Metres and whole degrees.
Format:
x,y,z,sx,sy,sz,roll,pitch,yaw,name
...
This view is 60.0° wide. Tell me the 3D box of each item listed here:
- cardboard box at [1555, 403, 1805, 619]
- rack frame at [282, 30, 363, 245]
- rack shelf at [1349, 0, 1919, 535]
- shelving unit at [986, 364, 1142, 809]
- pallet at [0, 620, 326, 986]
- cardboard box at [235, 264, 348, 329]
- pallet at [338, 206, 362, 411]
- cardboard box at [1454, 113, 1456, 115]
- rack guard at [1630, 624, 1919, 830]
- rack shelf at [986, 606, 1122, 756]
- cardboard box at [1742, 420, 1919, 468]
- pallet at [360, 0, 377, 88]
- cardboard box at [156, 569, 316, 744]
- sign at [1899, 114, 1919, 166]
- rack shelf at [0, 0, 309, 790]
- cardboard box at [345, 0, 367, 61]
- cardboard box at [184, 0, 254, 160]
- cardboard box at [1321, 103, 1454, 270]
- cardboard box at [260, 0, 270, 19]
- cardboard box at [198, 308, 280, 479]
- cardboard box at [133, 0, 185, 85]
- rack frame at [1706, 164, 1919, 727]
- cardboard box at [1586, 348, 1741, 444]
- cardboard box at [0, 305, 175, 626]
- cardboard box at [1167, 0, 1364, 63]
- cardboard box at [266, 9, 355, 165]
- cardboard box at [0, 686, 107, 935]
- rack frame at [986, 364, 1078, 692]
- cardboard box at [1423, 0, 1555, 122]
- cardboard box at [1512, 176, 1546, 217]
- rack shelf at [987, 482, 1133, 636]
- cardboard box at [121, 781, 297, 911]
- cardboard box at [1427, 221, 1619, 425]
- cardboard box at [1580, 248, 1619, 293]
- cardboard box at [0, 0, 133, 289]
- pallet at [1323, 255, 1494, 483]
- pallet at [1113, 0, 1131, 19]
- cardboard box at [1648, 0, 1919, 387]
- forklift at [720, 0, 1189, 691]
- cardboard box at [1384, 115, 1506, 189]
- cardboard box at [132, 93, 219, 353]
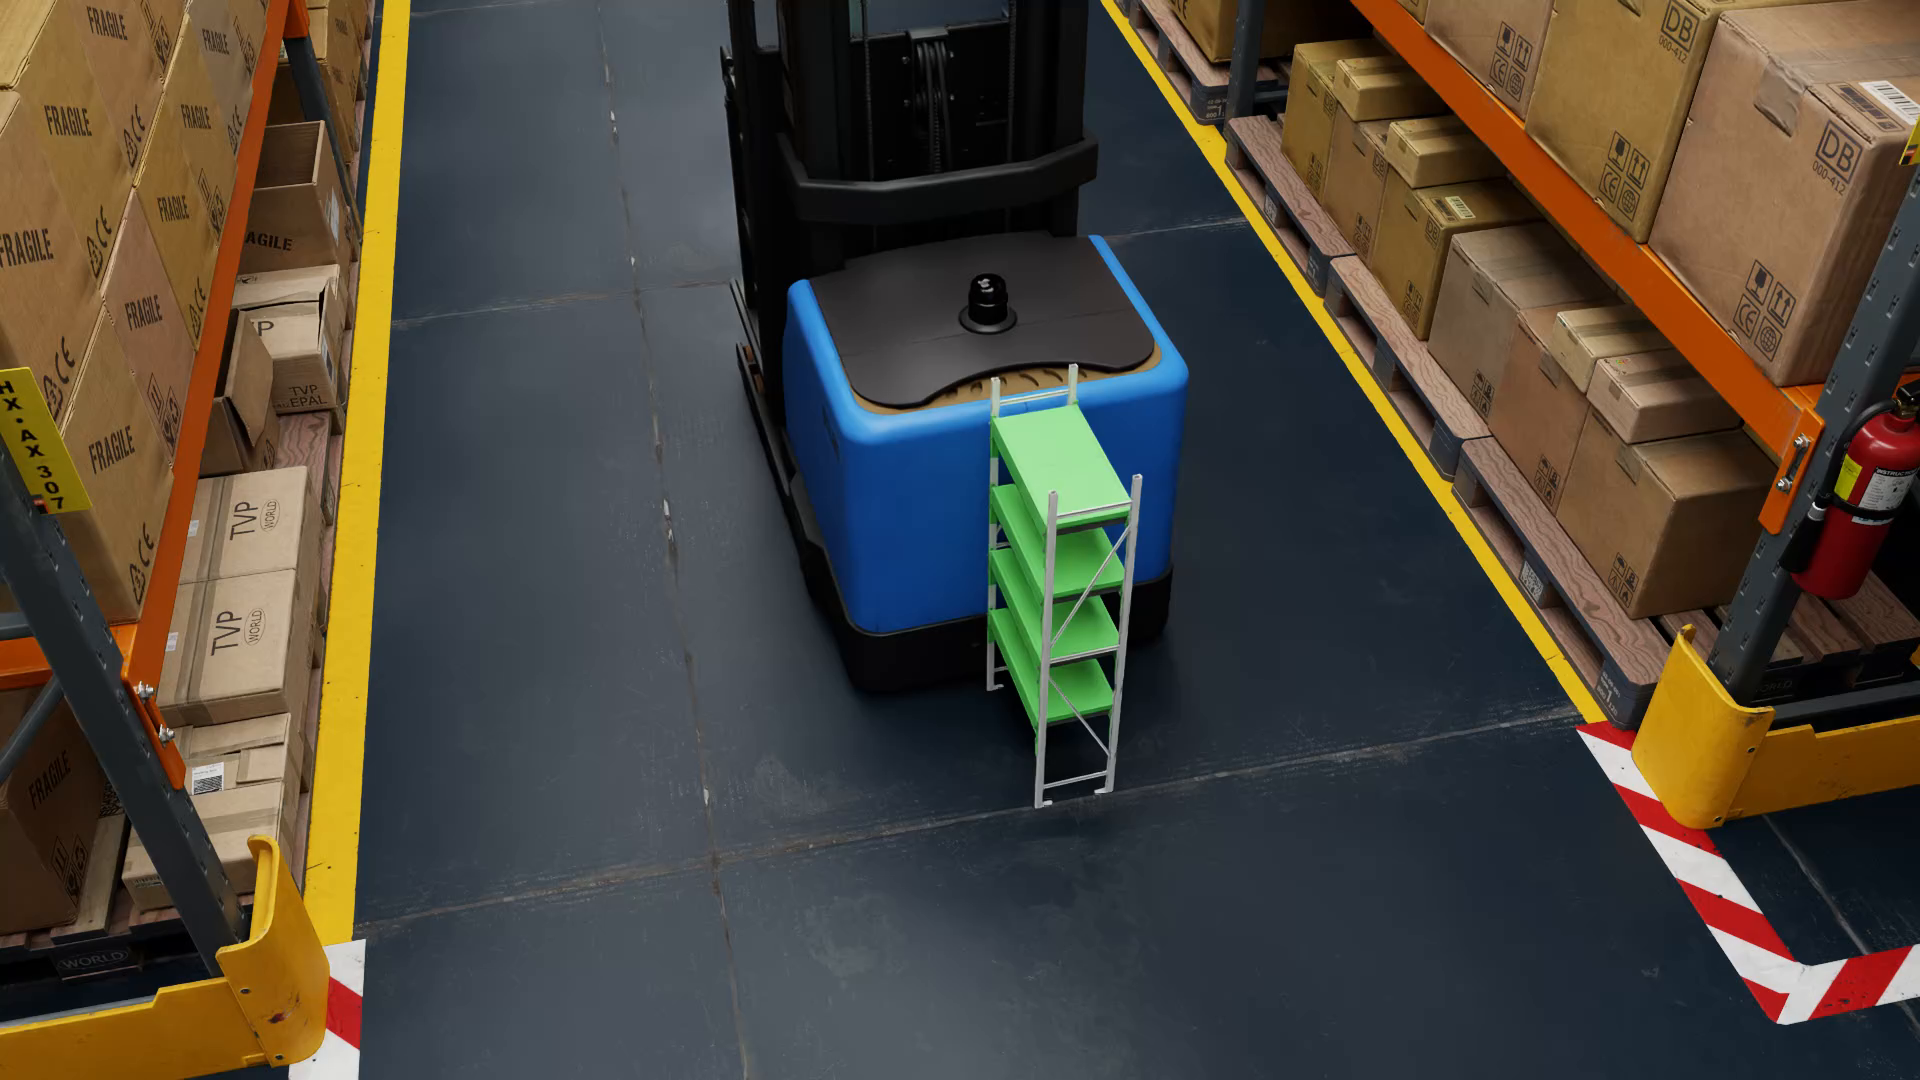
x,y,z,sx,sy,sz,roll,pitch,yaw,name
2.365,-0.148,5.224,0.700,0.500,0.500,-8,42,-9,cardboard box
-3.086,-2.367,6.157,1.000,3.000,0.127,-8,42,-9,rack frame
2.182,-1.514,5.738,1.077,0.370,4.000,-8,42,-9,rack shelf
0.267,0.156,4.671,0.258,1.200,0.503,-11,43,-12,shelving unit
-2.412,0.703,4.799,1.003,0.211,1.213,-8,42,-9,pallet
-2.547,-0.902,6.323,0.380,0.149,0.250,-8,42,-9,cardboard box
-2.939,-0.879,6.581,1.003,0.211,1.213,-8,42,-9,pallet
2.147,-1.655,6.433,0.380,0.149,0.250,-10,42,-11,cardboard box
2.619,0.464,4.851,1.175,0.500,0.348,-8,42,-9,rack guard
0.267,0.383,4.872,0.258,0.148,0.480,-11,43,-12,rack shelf
2.587,-0.338,4.950,0.380,0.149,0.250,-8,42,-9,cardboard box
-3.565,-2.638,8.563,1.003,0.211,1.213,-8,42,-9,pallet
-2.171,0.372,4.811,0.500,0.250,0.500,-8,42,-9,cardboard box
2.081,-0.939,3.498,0.100,0.325,0.005,-8,42,-9,sign
-2.654,-0.802,4.935,1.077,0.370,4.000,-8,42,-9,rack shelf
-3.179,-2.614,7.987,0.500,0.500,0.500,-8,42,-9,cardboard box
-2.502,-1.451,5.049,0.500,0.500,0.500,-7,42,-8,cardboard box
1.917,-1.476,6.720,0.700,0.500,0.500,-9,42,-10,cardboard box
-2.728,-2.117,5.800,0.500,0.500,0.500,-8,42,-9,cardboard box
-2.675,-0.381,5.469,0.797,0.503,0.637,-8,42,-9,cardboard box
-2.395,-1.503,4.355,0.500,0.500,0.500,-9,42,-10,cardboard box
2.613,-0.486,4.038,1.000,3.000,0.127,-8,42,-9,rack frame
2.159,-0.448,5.073,0.380,0.149,0.250,-9,42,-10,cardboard box
-2.061,-0.137,3.569,0.500,0.500,0.500,-8,42,-8,cardboard box
1.483,-2.835,7.987,0.750,0.750,0.750,-8,42,-9,cardboard box
-2.952,-1.945,7.233,0.500,0.500,0.500,-10,43,-11,cardboard box
-2.581,0.679,4.277,0.500,0.500,0.500,-8,42,-9,cardboard box
0.200,0.000,4.846,0.240,1.200,0.015,-11,43,-12,rack frame
2.170,-1.893,5.397,0.980,0.700,0.700,-10,43,-11,cardboard box
2.257,-1.324,6.060,0.380,0.149,0.250,-9,42,-10,cardboard box
0.267,0.024,4.554,0.258,0.148,0.480,-11,43,-12,rack shelf
-1.977,0.807,4.398,0.380,0.149,0.250,-8,42,-9,cardboard box
2.147,-0.798,5.956,0.700,0.500,0.500,-10,42,-11,cardboard box
2.368,-0.994,5.688,0.380,0.149,0.250,-8,42,-9,cardboard box
-2.181,-0.849,3.618,0.500,0.500,0.500,-8,42,-9,cardboard box
2.105,-0.740,6.425,1.003,0.211,1.213,-8,42,-9,pallet
1.243,-3.318,9.329,1.003,0.211,1.213,-8,42,-9,pallet
2.494,-0.928,4.310,0.980,0.700,0.700,-7,42,-7,cardboard box
-0.227,-1.622,5.370,1.130,2.935,3.031,-11,43,-12,forklift
1.820,-1.458,6.211,0.380,0.149,0.250,-9,42,-11,cardboard box
-2.283,-0.796,4.312,0.500,0.500,0.500,-8,42,-9,cardboard box
